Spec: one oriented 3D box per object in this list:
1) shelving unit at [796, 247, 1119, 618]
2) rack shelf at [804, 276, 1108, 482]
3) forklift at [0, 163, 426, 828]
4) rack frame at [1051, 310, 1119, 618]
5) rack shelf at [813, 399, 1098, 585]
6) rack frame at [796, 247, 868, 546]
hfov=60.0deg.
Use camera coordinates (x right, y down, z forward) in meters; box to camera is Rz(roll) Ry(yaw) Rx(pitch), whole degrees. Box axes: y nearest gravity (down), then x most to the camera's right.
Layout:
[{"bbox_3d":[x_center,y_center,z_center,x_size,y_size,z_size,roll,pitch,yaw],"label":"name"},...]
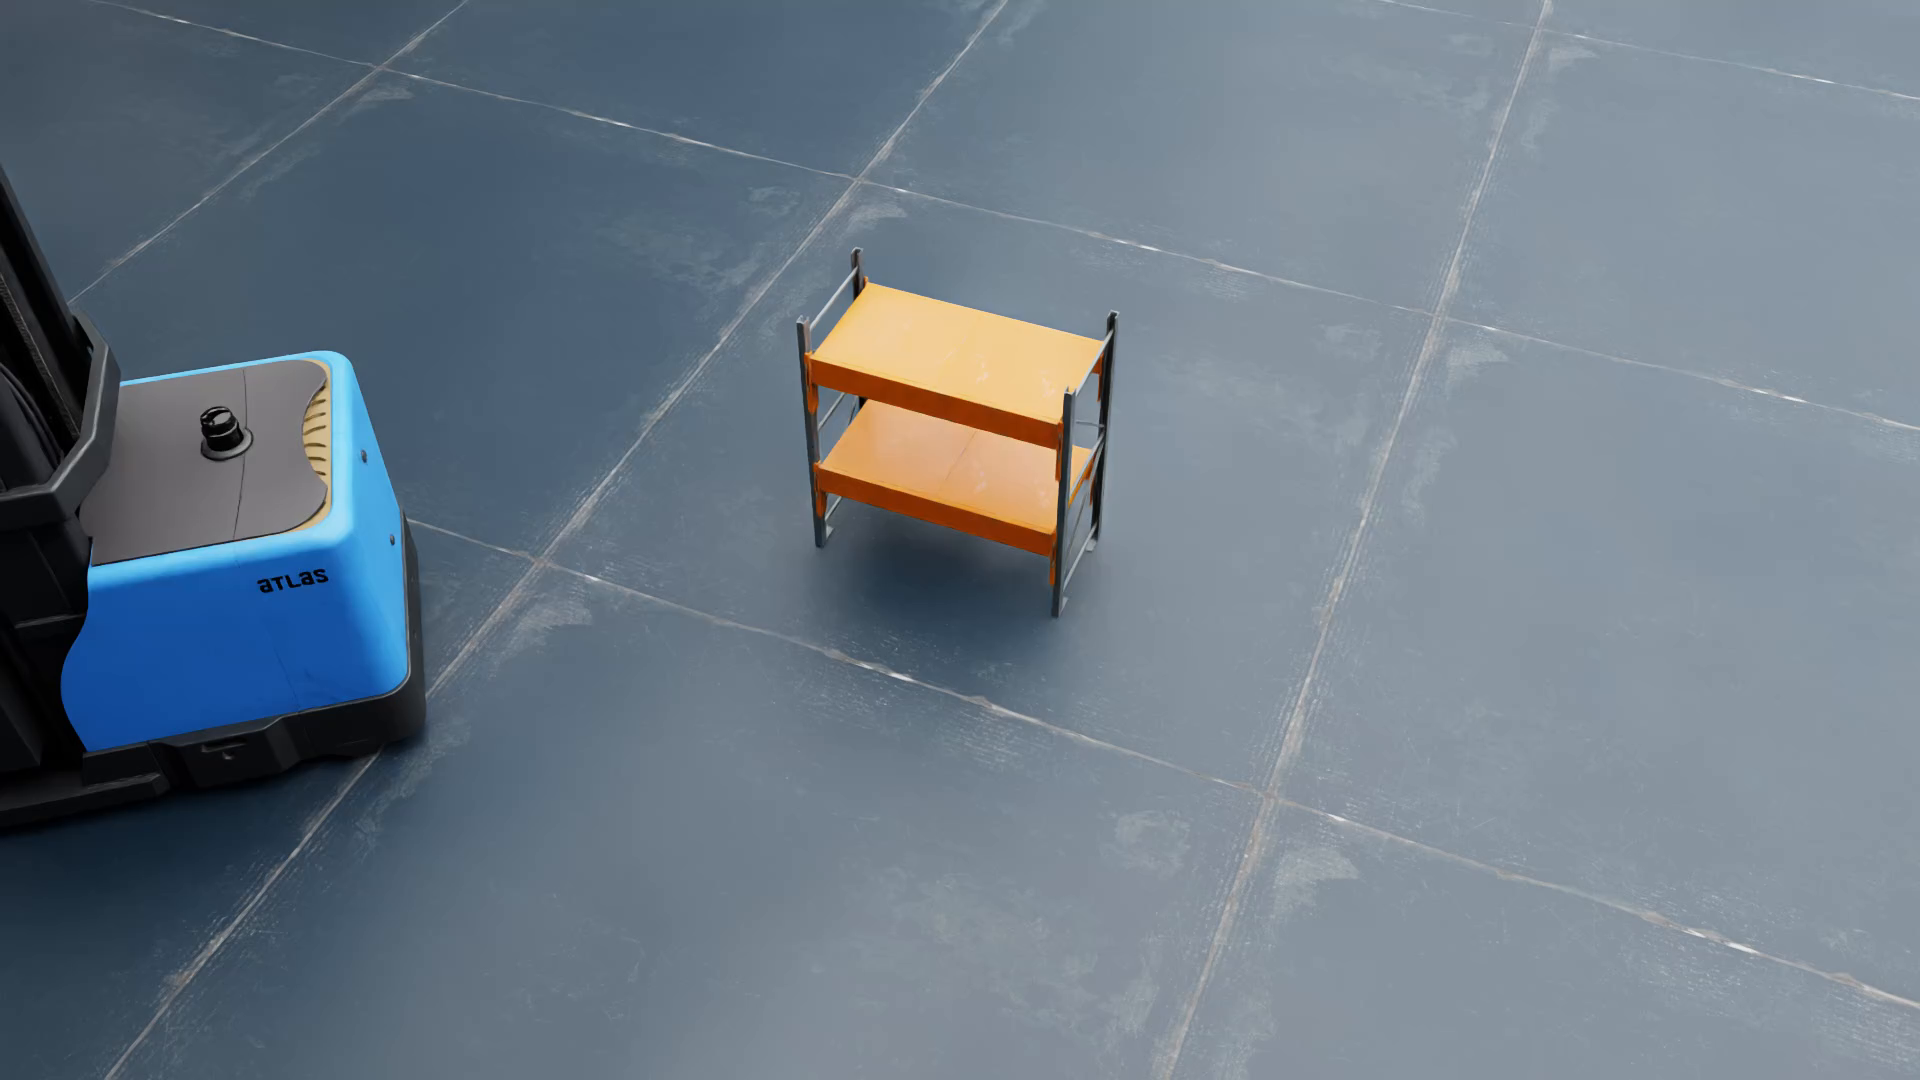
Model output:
[{"bbox_3d":[-0.006,-0.401,6.355,1.048,1.125,0.538,16,47,16],"label":"shelving unit"},{"bbox_3d":[-0.006,-0.608,6.149,1.000,0.278,0.538,16,47,16],"label":"rack shelf"},{"bbox_3d":[-3.504,-0.369,5.042,3.031,2.935,1.130,-11,46,-11],"label":"forklift"},{"bbox_3d":[0.463,-0.263,6.216,0.032,1.125,0.500,16,47,16],"label":"rack frame"},{"bbox_3d":[-0.006,-0.227,6.528,1.000,0.278,0.538,16,47,16],"label":"rack shelf"},{"bbox_3d":[-0.475,-0.539,6.494,0.032,1.125,0.500,16,47,16],"label":"rack frame"}]
